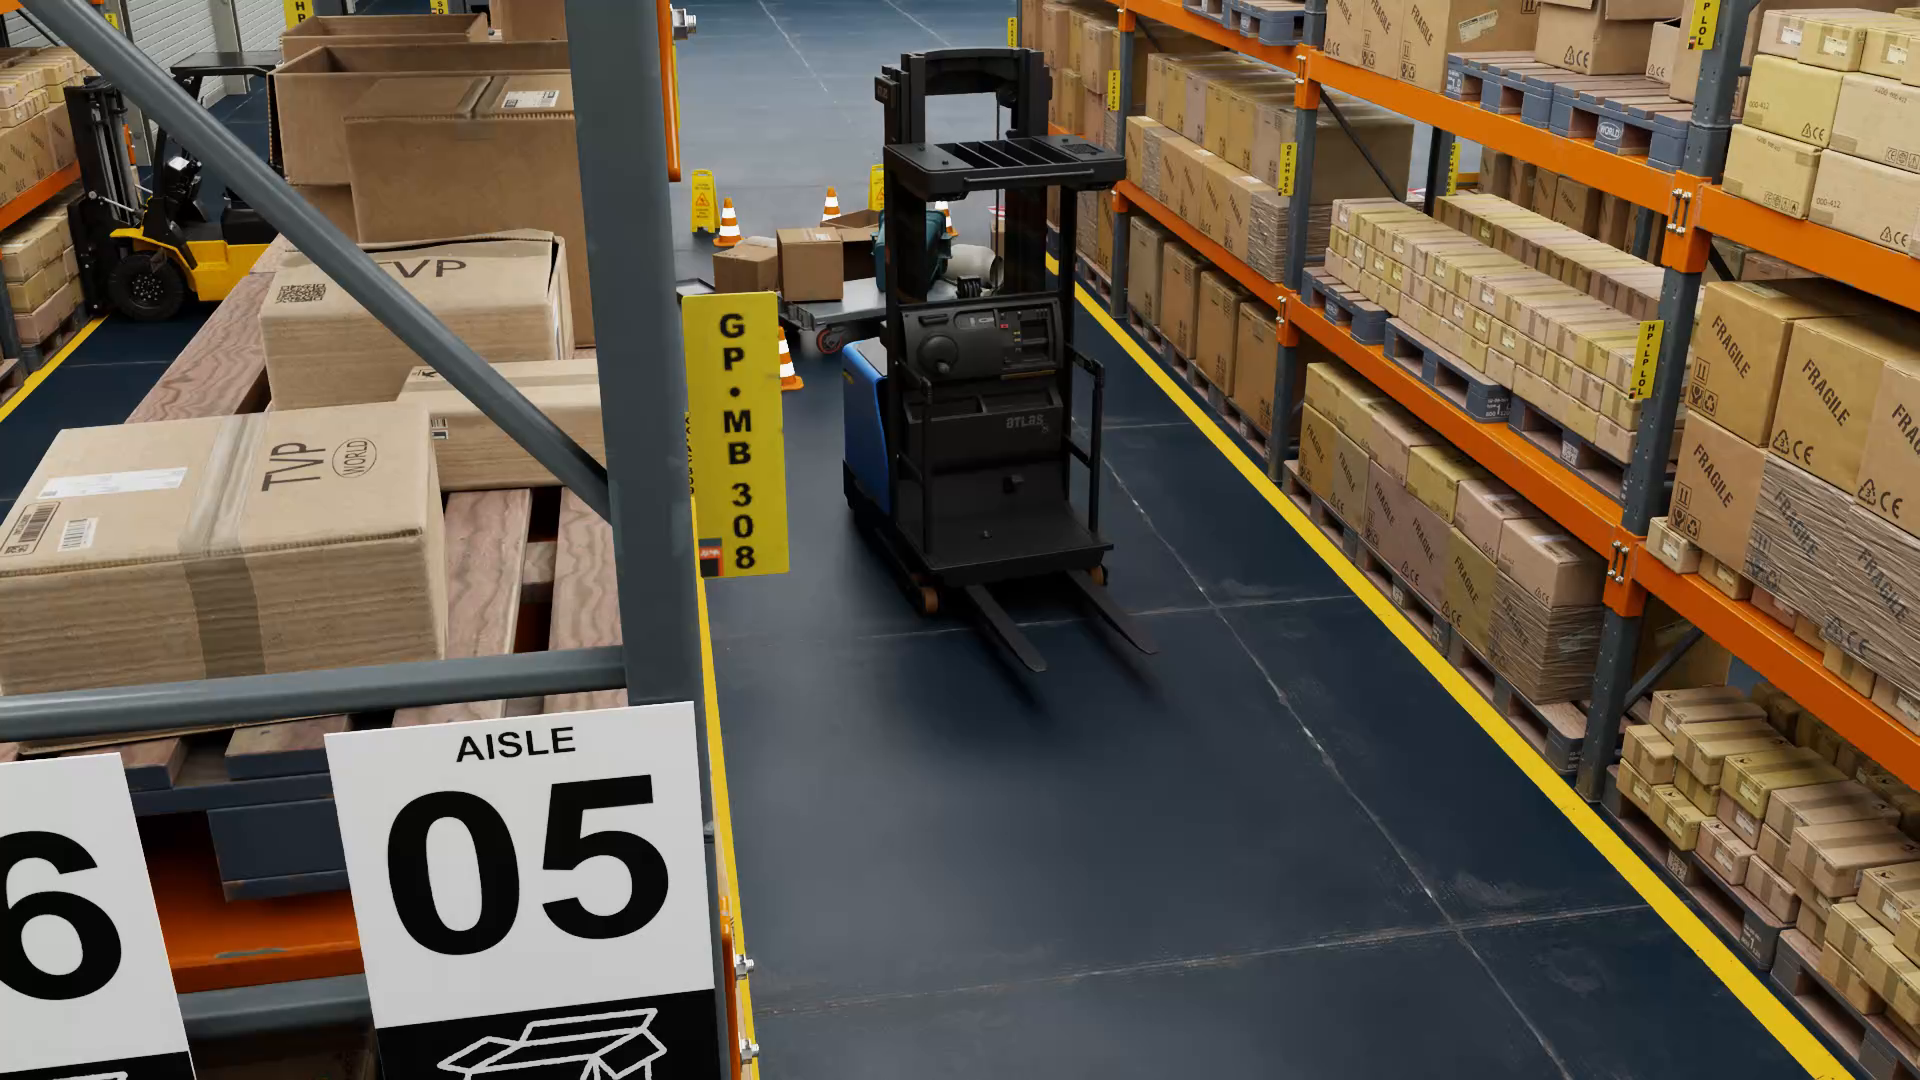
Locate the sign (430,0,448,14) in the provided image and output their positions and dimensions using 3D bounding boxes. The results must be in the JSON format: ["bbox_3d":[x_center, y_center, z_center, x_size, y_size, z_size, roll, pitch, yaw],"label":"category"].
[{"bbox_3d":[-2.802,-2.978,8.928,0.100,0.325,0.005,-4,24,-10],"label":"sign"}]

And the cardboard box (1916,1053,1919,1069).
[{"bbox_3d":[3.445,1.752,5.528,0.380,0.149,0.250,-4,24,-9],"label":"cardboard box"}]

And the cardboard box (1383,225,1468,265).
[{"bbox_3d":[2.614,-1.659,9.348,0.380,0.149,0.250,-5,24,-12],"label":"cardboard box"}]

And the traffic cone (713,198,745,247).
[{"bbox_3d":[-2.401,-3.317,17.266,0.336,0.463,0.334,-4,24,-10],"label":"traffic cone"}]

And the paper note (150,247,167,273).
[{"bbox_3d":[-1.750,-0.611,3.625,0.006,0.032,0.123,-4,24,-10],"label":"paper note"}]

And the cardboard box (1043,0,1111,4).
[{"bbox_3d":[1.321,-5.164,16.790,0.875,0.550,0.550,-4,24,-10],"label":"cardboard box"}]

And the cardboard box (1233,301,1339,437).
[{"bbox_3d":[2.553,-1.220,11.581,1.050,0.750,0.750,-5,24,-10],"label":"cardboard box"}]

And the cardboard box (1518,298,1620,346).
[{"bbox_3d":[2.906,-1.043,7.936,0.380,0.149,0.250,-4,24,-10],"label":"cardboard box"}]

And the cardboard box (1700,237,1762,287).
[{"bbox_3d":[6.893,-2.337,14.426,0.700,0.500,0.500,-4,24,-10],"label":"cardboard box"}]

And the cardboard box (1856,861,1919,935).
[{"bbox_3d":[3.434,1.270,5.888,0.380,0.149,0.250,-5,24,-12],"label":"cardboard box"}]

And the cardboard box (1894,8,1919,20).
[{"bbox_3d":[3.644,-1.854,6.063,0.380,0.149,0.250,-5,24,-12],"label":"cardboard box"}]

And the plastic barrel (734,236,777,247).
[{"bbox_3d":[-1.878,-2.672,15.838,0.512,0.421,0.421,13,27,27],"label":"plastic barrel"}]

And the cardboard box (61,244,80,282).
[{"bbox_3d":[-7.848,-2.382,14.242,0.500,0.250,0.500,-5,24,-10],"label":"cardboard box"}]

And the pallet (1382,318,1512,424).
[{"bbox_3d":[2.984,-0.949,8.914,1.003,0.211,1.213,-4,24,-10],"label":"pallet"}]

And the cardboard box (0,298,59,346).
[{"bbox_3d":[-7.650,-1.758,13.438,0.500,0.250,0.500,-4,24,-9],"label":"cardboard box"}]

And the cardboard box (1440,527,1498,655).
[{"bbox_3d":[2.838,0.240,8.551,0.500,0.500,0.500,-5,24,-11],"label":"cardboard box"}]

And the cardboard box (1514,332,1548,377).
[{"bbox_3d":[2.901,-0.903,7.987,0.380,0.149,0.250,-5,24,-11],"label":"cardboard box"}]

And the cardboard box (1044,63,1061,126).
[{"bbox_3d":[1.314,-4.441,16.483,0.875,0.550,0.550,-4,24,-10],"label":"cardboard box"}]

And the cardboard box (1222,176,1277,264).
[{"bbox_3d":[2.139,-2.212,11.441,0.500,0.500,0.500,-4,24,-10],"label":"cardboard box"}]

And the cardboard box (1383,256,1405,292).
[{"bbox_3d":[2.621,-1.510,9.378,0.380,0.149,0.250,-4,24,-10],"label":"cardboard box"}]

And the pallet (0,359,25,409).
[{"bbox_3d":[-7.711,-1.046,12.381,1.003,0.211,1.213,-4,24,-10],"label":"pallet"}]

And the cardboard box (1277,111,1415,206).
[{"bbox_3d":[2.504,-2.493,10.837,0.700,0.500,0.500,-4,24,-10],"label":"cardboard box"}]

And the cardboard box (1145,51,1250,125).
[{"bbox_3d":[1.935,-3.695,13.588,0.700,0.500,0.500,-5,24,-11],"label":"cardboard box"}]

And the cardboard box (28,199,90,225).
[{"bbox_3d":[-7.944,-2.818,14.617,0.500,0.250,0.500,-5,24,-11],"label":"cardboard box"}]

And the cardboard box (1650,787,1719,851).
[{"bbox_3d":[3.118,1.147,6.914,0.380,0.149,0.250,-4,24,-8],"label":"cardboard box"}]

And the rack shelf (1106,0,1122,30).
[{"bbox_3d":[1.468,-5.217,15.599,1.077,0.370,4.000,-4,24,-10],"label":"rack shelf"}]

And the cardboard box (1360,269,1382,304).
[{"bbox_3d":[2.562,-1.487,9.696,0.380,0.149,0.250,-3,24,-7],"label":"cardboard box"}]

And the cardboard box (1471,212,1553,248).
[{"bbox_3d":[3.211,-1.801,9.672,0.380,0.149,0.250,-4,24,-8],"label":"cardboard box"}]

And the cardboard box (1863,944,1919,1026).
[{"bbox_3d":[3.365,1.510,5.710,0.380,0.149,0.250,-4,24,-9],"label":"cardboard box"}]

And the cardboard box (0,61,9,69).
[{"bbox_3d":[-8.591,-4.107,14.599,0.380,0.149,0.250,-4,24,-8],"label":"cardboard box"}]

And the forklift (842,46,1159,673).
[{"bbox_3d":[0.203,-1.104,9.117,1.130,2.935,3.031,-8,25,-17],"label":"forklift"}]

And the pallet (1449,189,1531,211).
[{"bbox_3d":[6.121,-3.656,18.358,1.003,0.211,1.213,-4,24,-10],"label":"pallet"}]

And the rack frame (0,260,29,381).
[{"bbox_3d":[-7.886,-2.611,12.480,1.000,3.000,0.127,-4,24,-10],"label":"rack frame"}]

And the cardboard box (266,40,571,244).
[{"bbox_3d":[-1.248,-0.965,4.185,0.797,0.503,0.637,-2,24,-6],"label":"cardboard box"}]

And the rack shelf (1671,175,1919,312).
[{"bbox_3d":[3.687,-0.497,4.791,1.077,0.370,4.000,-4,24,-10],"label":"rack shelf"}]

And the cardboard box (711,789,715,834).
[{"bbox_3d":[-0.637,0.571,3.011,0.380,0.149,0.250,-4,24,-8],"label":"cardboard box"}]

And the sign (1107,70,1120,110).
[{"bbox_3d":[1.292,-3.777,13.969,0.100,0.325,0.005,-4,24,-10],"label":"sign"}]

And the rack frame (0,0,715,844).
[{"bbox_3d":[-0.789,-1.009,1.316,1.000,3.000,0.127,-4,24,-10],"label":"rack frame"}]

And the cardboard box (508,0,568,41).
[{"bbox_3d":[-1.407,-1.814,6.258,0.500,0.500,0.500,-5,24,-11],"label":"cardboard box"}]

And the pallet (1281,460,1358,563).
[{"bbox_3d":[2.720,-0.227,10.506,1.003,0.211,1.213,-4,24,-10],"label":"pallet"}]

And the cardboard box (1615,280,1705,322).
[{"bbox_3d":[3.502,-1.187,8.266,0.380,0.149,0.250,-5,24,-10],"label":"cardboard box"}]

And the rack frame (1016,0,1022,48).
[{"bbox_3d":[1.098,-4.959,17.856,1.000,3.000,0.127,-4,24,-10],"label":"rack frame"}]

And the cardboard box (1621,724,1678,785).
[{"bbox_3d":[3.070,0.905,7.095,0.380,0.149,0.250,-3,24,-7],"label":"cardboard box"}]

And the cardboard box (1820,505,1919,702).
[{"bbox_3d":[3.317,0.187,5.577,0.500,0.500,0.500,-5,24,-11],"label":"cardboard box"}]

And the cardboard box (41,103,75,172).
[{"bbox_3d":[-7.991,-3.452,14.282,0.500,0.500,0.500,-4,24,-9],"label":"cardboard box"}]

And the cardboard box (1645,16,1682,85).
[{"bbox_3d":[3.361,-2.127,7.211,0.500,0.311,0.500,-5,24,-10],"label":"cardboard box"}]

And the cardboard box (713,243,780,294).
[{"bbox_3d":[-1.869,-2.357,15.019,0.500,0.500,0.500,13,27,27],"label":"cardboard box"}]

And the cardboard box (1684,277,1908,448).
[{"bbox_3d":[3.161,-0.684,6.322,0.500,0.500,0.500,-4,24,-8],"label":"cardboard box"}]

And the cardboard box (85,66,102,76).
[{"bbox_3d":[-8.209,-4.313,15.442,0.380,0.149,0.250,-4,24,-9],"label":"cardboard box"}]

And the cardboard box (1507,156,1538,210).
[{"bbox_3d":[6.234,-3.854,17.924,0.500,0.500,0.500,2,24,4],"label":"cardboard box"}]

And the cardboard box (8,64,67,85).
[{"bbox_3d":[-8.018,-4.043,14.453,0.380,0.149,0.250,-4,24,-9],"label":"cardboard box"}]

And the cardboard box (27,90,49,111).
[{"bbox_3d":[-7.953,-3.708,14.057,0.380,0.149,0.250,-5,24,-11],"label":"cardboard box"}]

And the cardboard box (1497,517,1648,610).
[{"bbox_3d":[2.931,0.096,7.943,0.500,0.250,0.500,-5,24,-11],"label":"cardboard box"}]

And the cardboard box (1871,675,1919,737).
[{"bbox_3d":[3.339,0.526,5.611,0.380,0.149,0.250,-3,24,-7],"label":"cardboard box"}]

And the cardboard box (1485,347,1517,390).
[{"bbox_3d":[2.853,-0.866,8.273,0.380,0.149,0.250,-5,24,-12],"label":"cardboard box"}]

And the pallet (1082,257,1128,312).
[{"bbox_3d":[1.774,-2.412,15.510,1.003,0.211,1.213,-4,24,-10],"label":"pallet"}]
